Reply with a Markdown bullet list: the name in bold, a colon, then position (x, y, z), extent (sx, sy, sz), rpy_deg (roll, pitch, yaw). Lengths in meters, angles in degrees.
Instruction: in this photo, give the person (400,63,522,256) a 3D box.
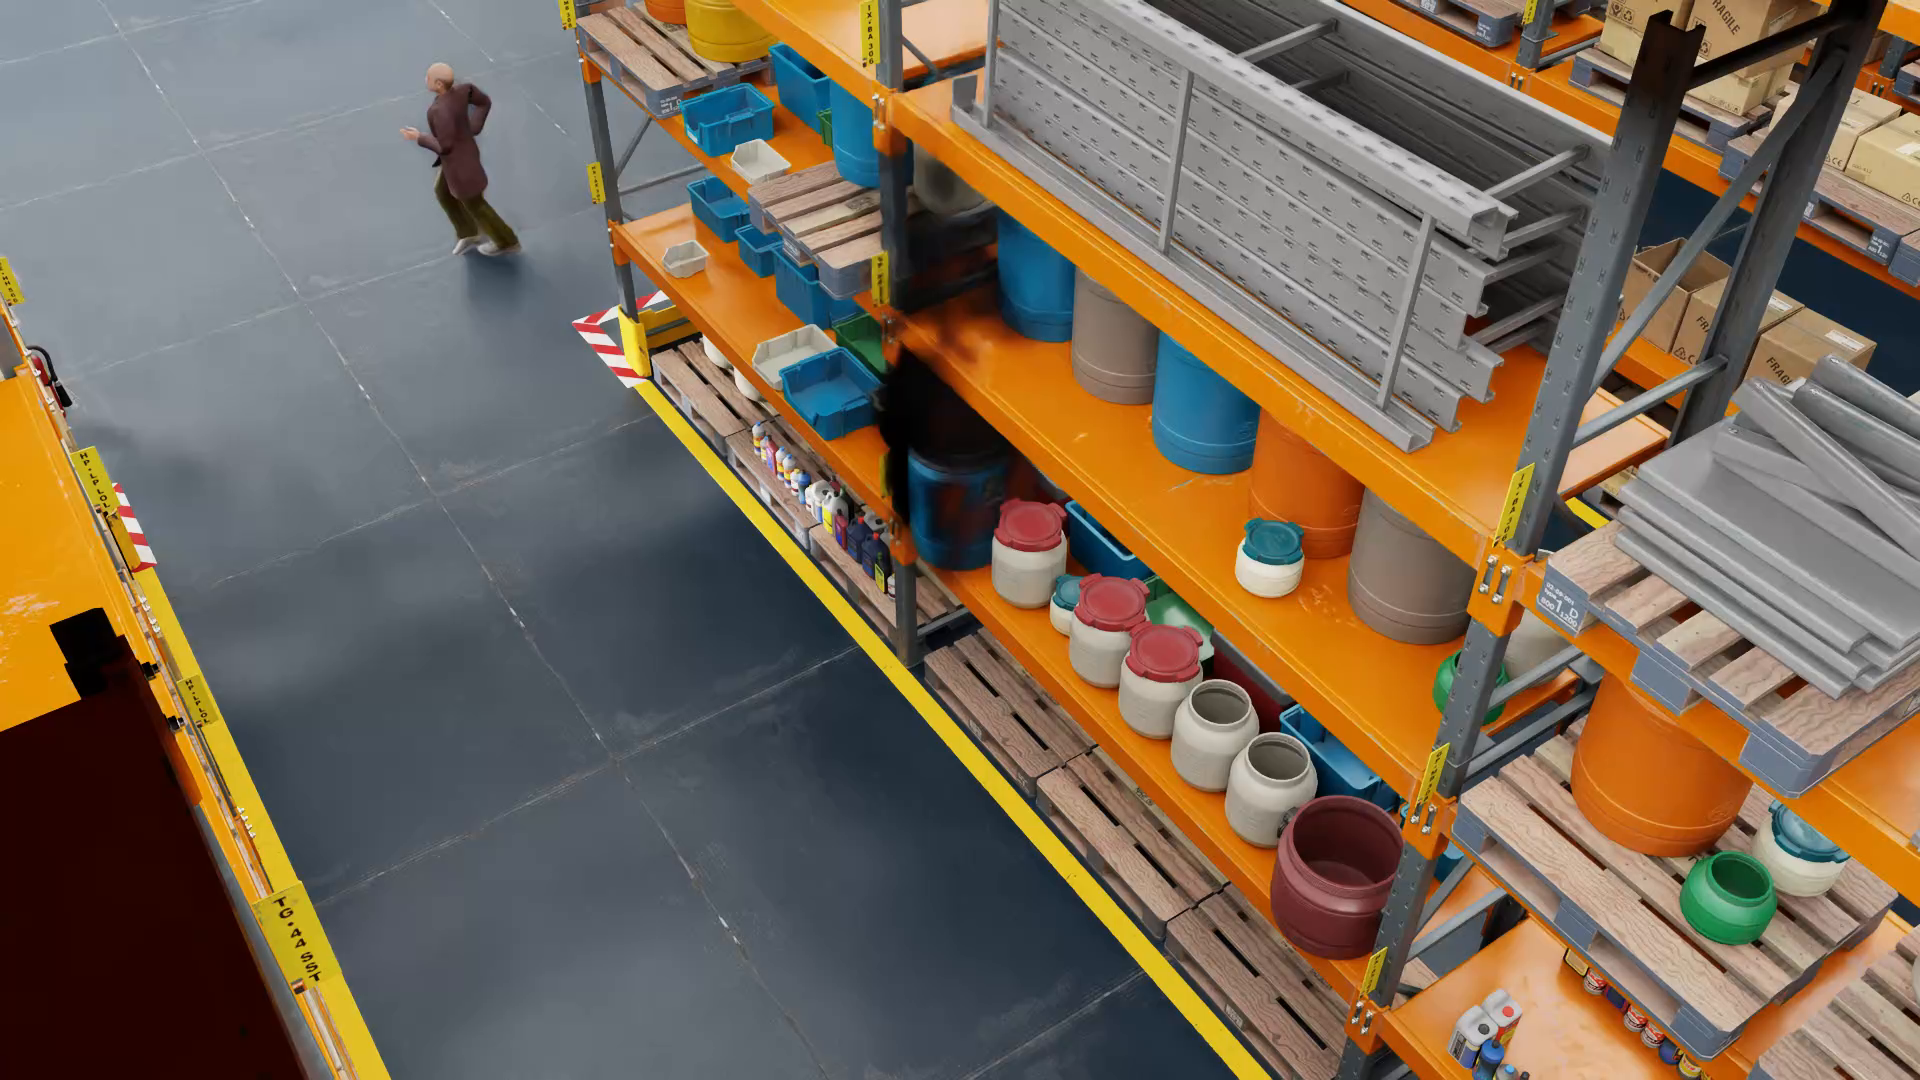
- **person**: position (-4.176, -3.126, 13.865), extent (0.779, 1.831, 0.695), rpy_deg (-2, 43, -2)
